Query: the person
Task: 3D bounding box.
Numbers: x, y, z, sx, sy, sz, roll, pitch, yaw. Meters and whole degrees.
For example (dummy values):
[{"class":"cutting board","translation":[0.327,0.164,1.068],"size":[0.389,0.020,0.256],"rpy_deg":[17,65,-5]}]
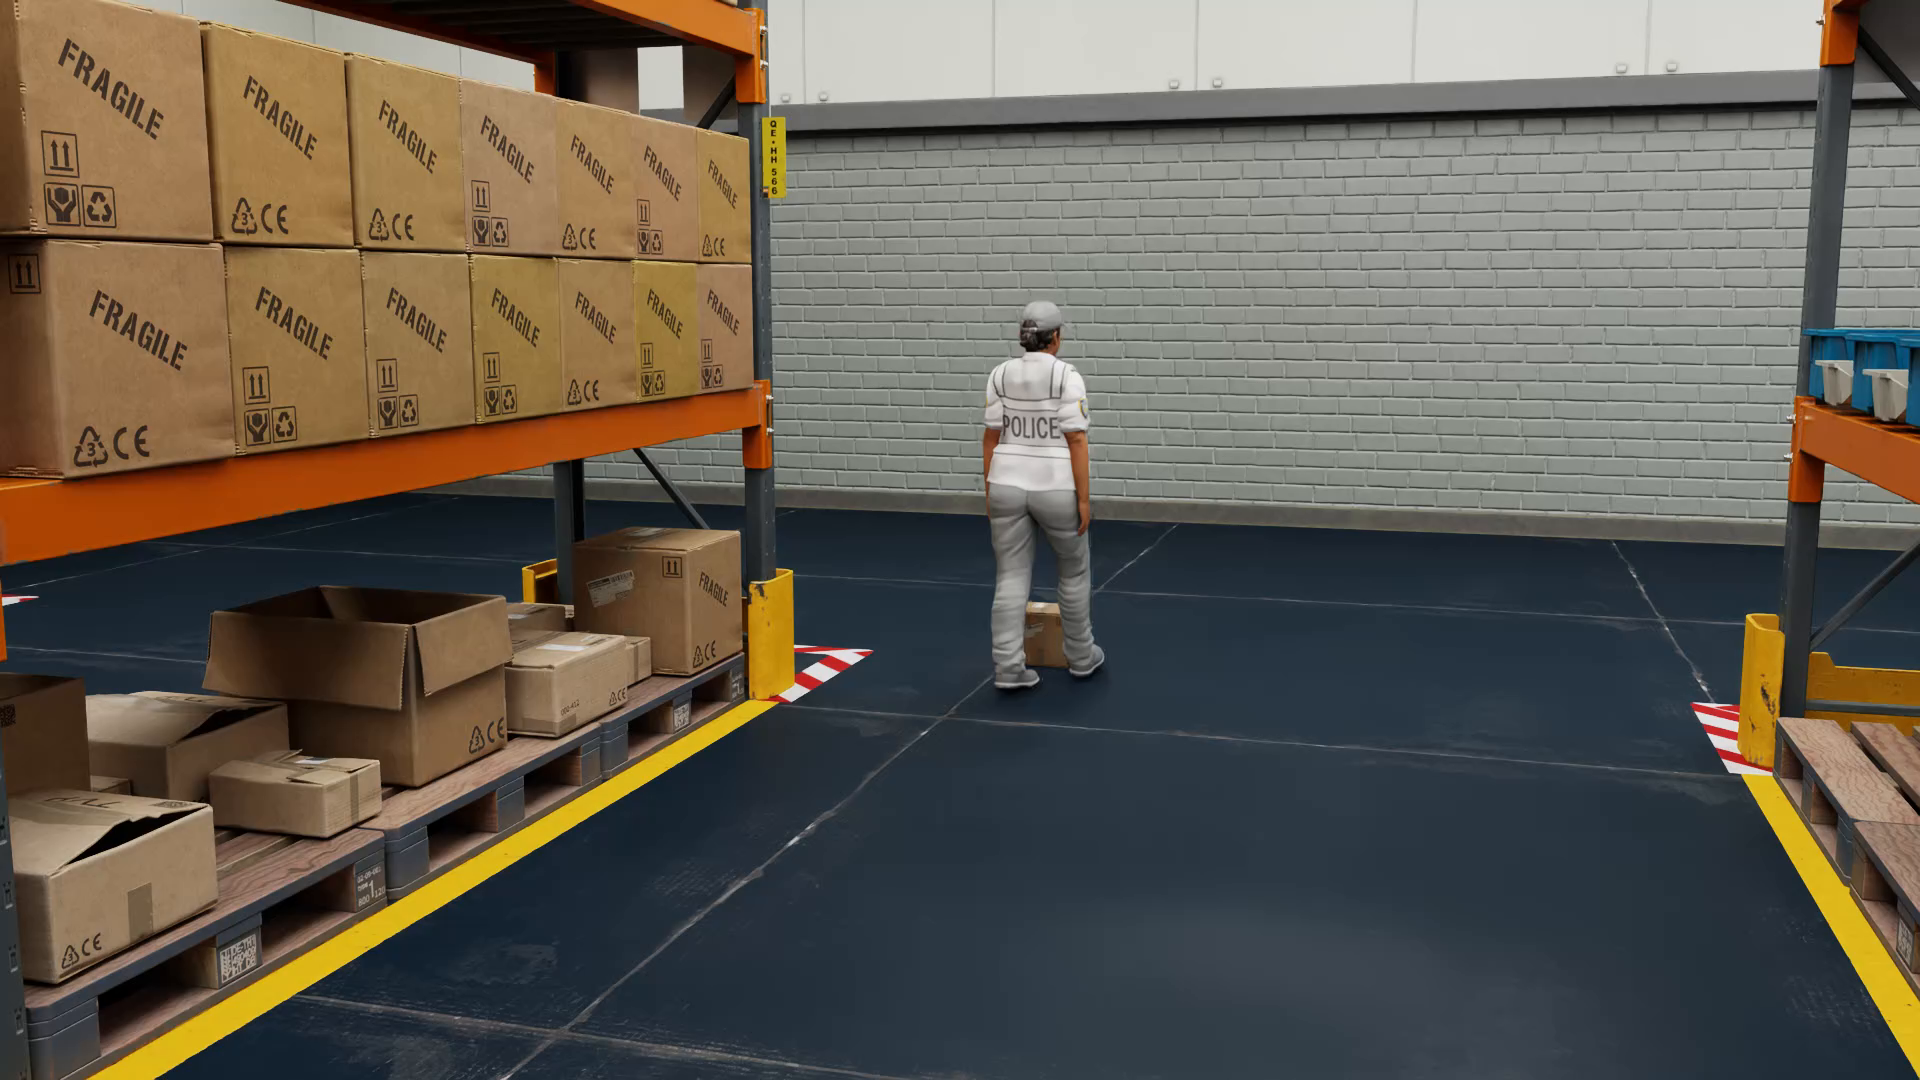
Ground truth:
[{"class":"person","translation":[0.376,-0.206,7.201],"size":[0.487,1.651,0.697],"rpy_deg":[3,9,21]}]
